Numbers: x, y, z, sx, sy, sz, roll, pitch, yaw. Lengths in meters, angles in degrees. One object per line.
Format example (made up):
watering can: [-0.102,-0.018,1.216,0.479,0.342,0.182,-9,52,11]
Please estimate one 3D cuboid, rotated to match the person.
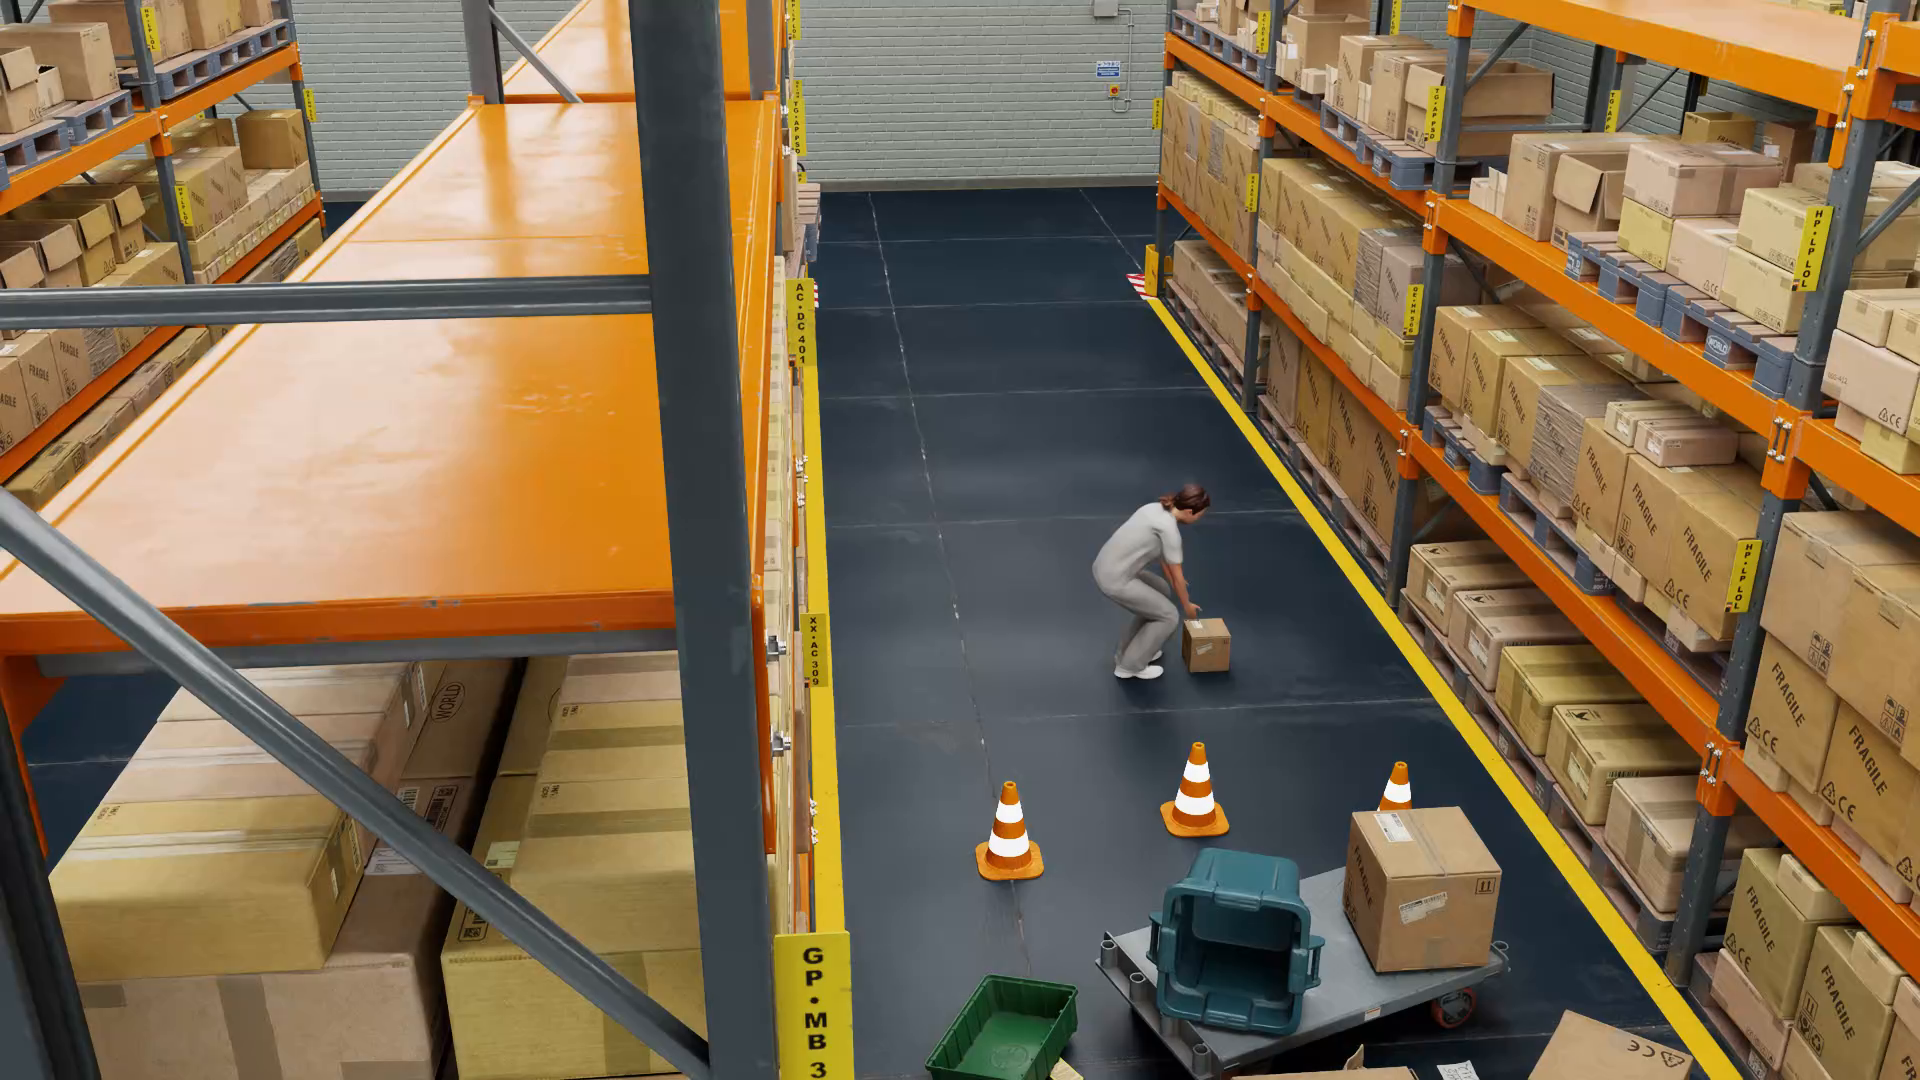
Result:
person: [1.175,0.235,10.353,0.720,1.216,0.495,-2,24,-5]
